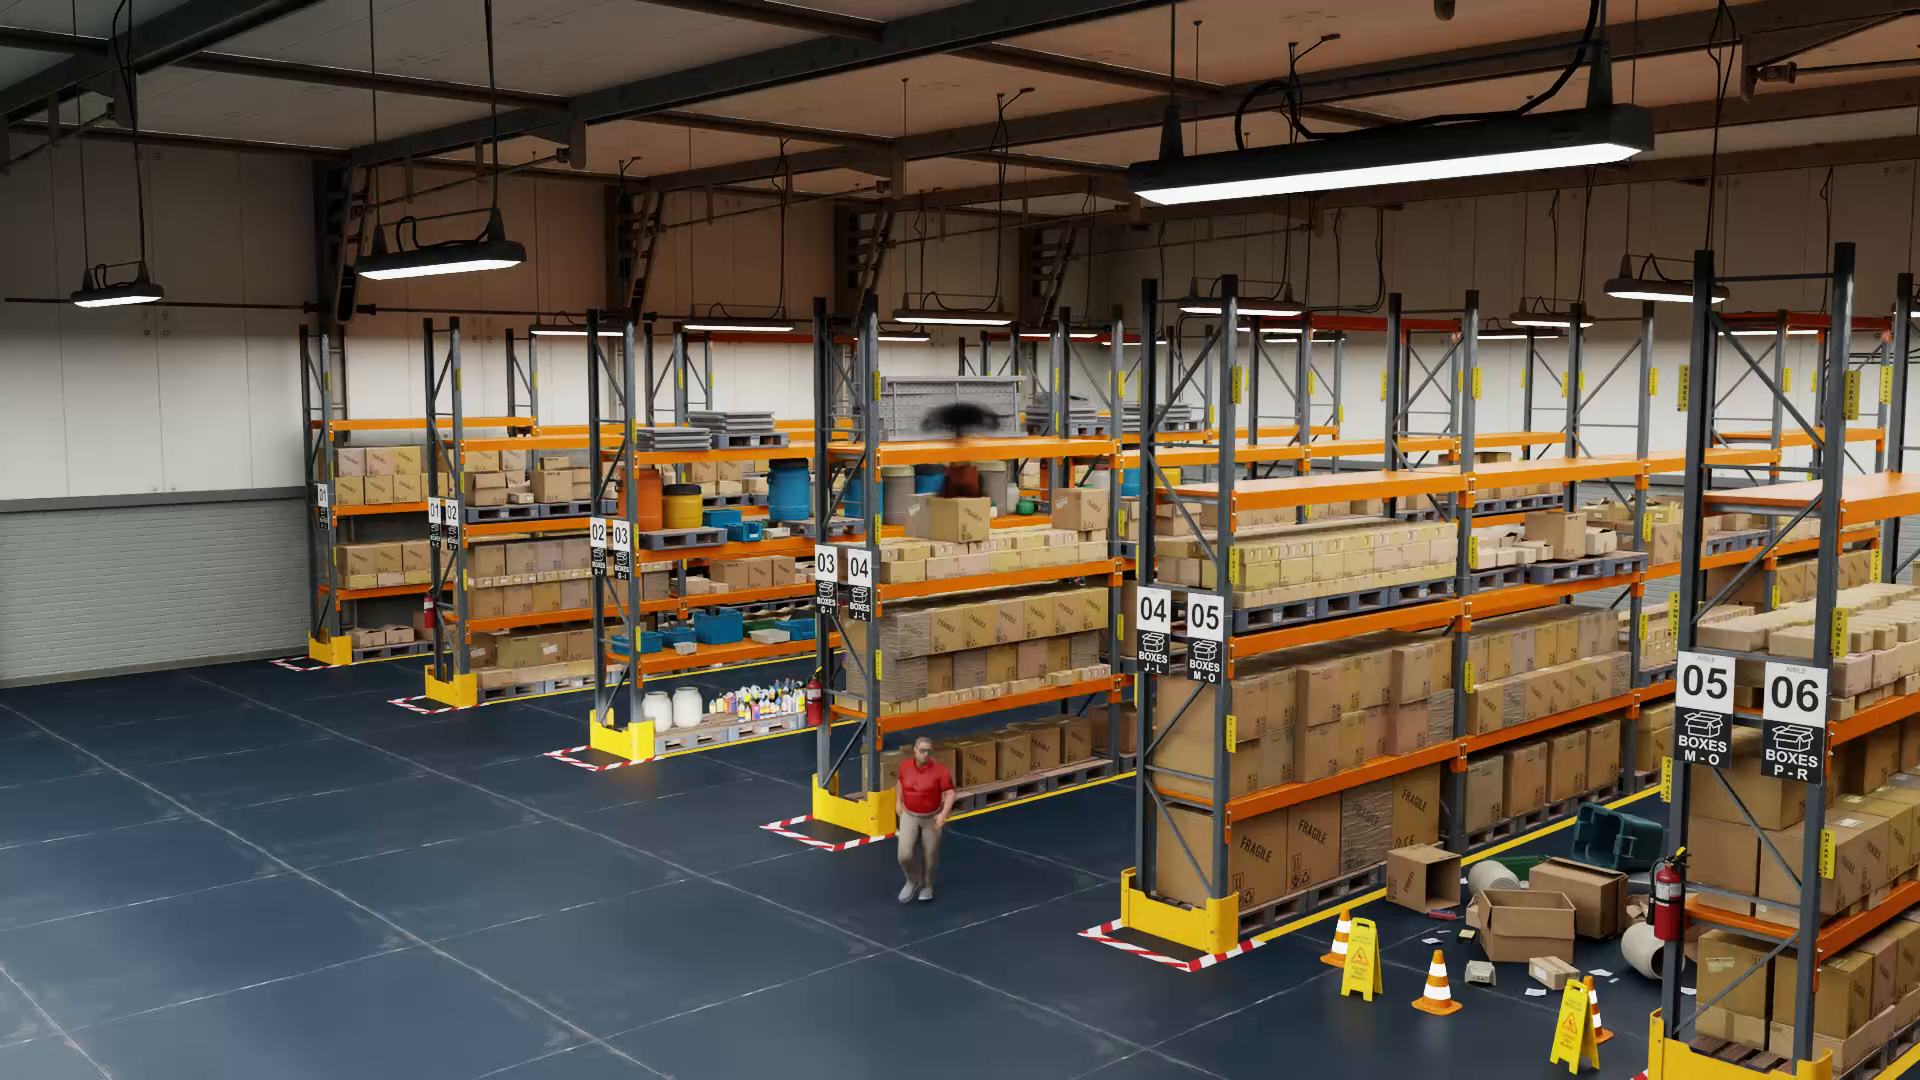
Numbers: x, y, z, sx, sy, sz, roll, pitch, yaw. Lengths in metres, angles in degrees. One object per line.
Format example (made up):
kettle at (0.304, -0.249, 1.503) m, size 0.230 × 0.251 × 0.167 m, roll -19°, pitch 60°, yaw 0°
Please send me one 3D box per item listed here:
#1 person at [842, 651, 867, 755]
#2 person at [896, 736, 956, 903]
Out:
person at (-1.270, 1.996, 22.713) m, size 0.664 × 1.824 × 0.852 m, roll 3°, pitch 7°, yaw 28°
person at (-0.355, 2.702, 16.024) m, size 0.651 × 1.673 × 0.818 m, roll 1°, pitch 6°, yaw 8°
